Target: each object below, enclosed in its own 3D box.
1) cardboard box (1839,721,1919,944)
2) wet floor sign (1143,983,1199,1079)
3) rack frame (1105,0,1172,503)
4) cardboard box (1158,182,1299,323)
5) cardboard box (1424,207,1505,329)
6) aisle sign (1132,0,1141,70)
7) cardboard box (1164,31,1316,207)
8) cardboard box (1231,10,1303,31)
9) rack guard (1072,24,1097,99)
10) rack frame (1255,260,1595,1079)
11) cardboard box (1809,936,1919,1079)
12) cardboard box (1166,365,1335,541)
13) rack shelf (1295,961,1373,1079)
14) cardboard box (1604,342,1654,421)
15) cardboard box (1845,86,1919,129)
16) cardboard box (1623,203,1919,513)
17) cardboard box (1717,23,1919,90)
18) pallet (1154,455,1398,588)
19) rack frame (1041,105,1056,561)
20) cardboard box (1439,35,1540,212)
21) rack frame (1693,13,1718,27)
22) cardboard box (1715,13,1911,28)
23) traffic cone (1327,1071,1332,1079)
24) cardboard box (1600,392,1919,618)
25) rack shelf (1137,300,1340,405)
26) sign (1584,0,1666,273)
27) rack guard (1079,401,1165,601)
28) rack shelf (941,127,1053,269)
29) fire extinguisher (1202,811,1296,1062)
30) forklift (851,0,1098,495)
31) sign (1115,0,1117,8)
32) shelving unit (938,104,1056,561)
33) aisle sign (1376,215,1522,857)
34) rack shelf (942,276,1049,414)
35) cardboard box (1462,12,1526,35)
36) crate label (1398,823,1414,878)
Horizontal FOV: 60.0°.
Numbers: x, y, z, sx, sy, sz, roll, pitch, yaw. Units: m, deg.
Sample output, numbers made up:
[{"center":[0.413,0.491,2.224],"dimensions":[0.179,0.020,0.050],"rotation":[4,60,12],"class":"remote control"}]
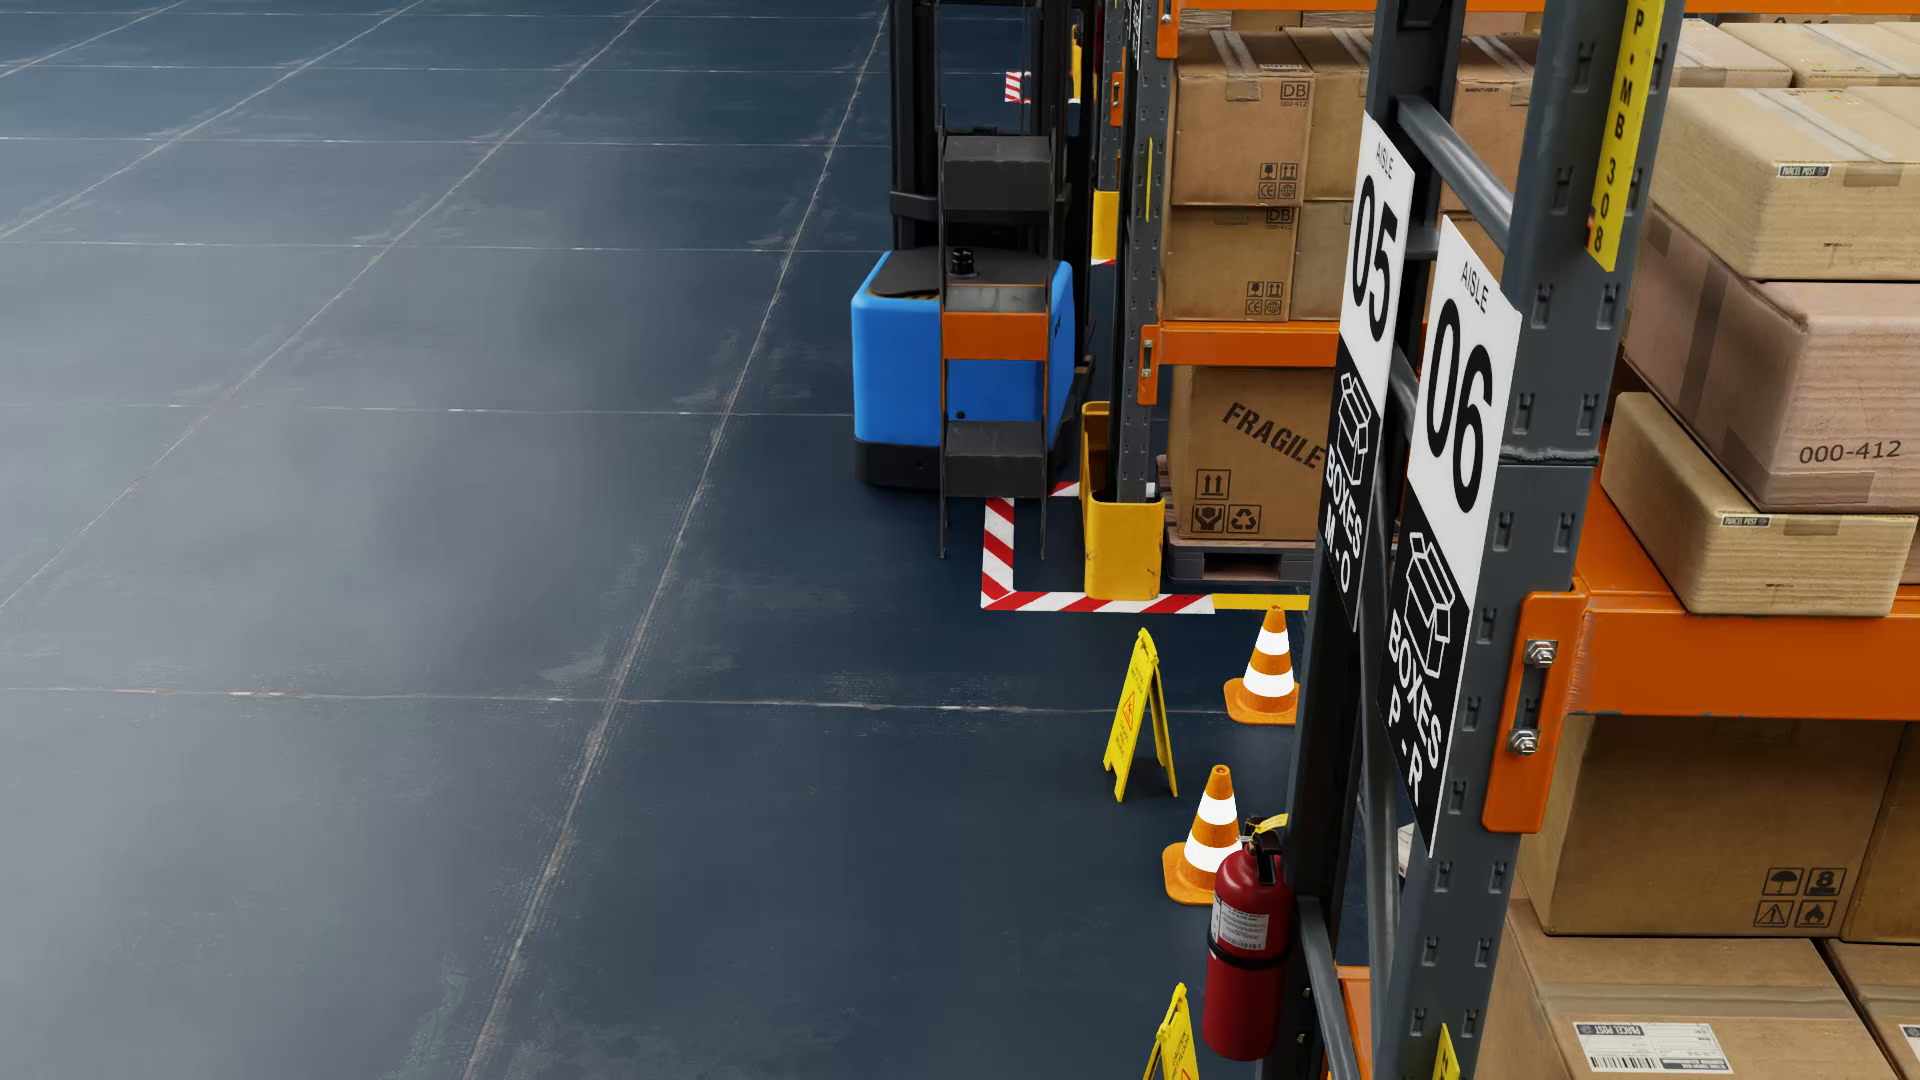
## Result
[{"center":[1.751,0.302,2.986],"dimensions":[0.500,0.500,0.700],"rotation":[1,28,2],"class":"cardboard box"},{"center":[0.575,1.538,4.661],"dimensions":[0.232,0.644,0.267],"rotation":[11,30,19],"class":"wet floor sign"},{"center":[0.801,-1.317,7.532],"dimensions":[0.127,3.000,1.000],"rotation":[1,28,2],"class":"rack frame"},{"center":[1.173,-1.399,7.526],"dimensions":[0.550,0.550,0.875],"rotation":[1,28,2],"class":"cardboard box"},{"center":[2.279,-1.332,7.399],"dimensions":[0.550,0.550,0.875],"rotation":[1,28,2],"class":"cardboard box"},{"center":[0.719,-2.327,6.661],"dimensions":[0.004,0.787,0.394],"rotation":[1,28,2],"class":"aisle sign"},{"center":[1.170,-1.836,7.199],"dimensions":[0.550,0.550,0.875],"rotation":[1,28,2],"class":"cardboard box"},{"center":[2.129,-3.839,11.865],"dimensions":[0.500,0.500,0.875],"rotation":[1,28,2],"class":"cardboard box"},{"center":[1.329,-4.872,16.907],"dimensions":[0.348,0.500,1.175],"rotation":[1,28,2],"class":"rack guard"},{"center":[0.727,1.001,3.158],"dimensions":[0.127,3.000,1.000],"rotation":[1,28,2],"class":"rack frame"},{"center":[1.708,0.970,2.792],"dimensions":[0.500,0.500,0.500],"rotation":[2,28,3],"class":"cardboard box"},{"center":[1.481,-0.584,7.969],"dimensions":[0.875,0.875,0.875],"rotation":[1,28,2],"class":"cardboard box"},{"center":[2.726,1.352,3.265],"dimensions":[4.000,0.370,1.077],"rotation":[1,28,2],"class":"rack shelf"},{"center":[1.093,-0.338,2.751],"dimensions":[0.250,0.149,0.380],"rotation":[1,28,2],"class":"cardboard box"},{"center":[1.327,-0.467,2.143],"dimensions":[0.250,0.149,0.380],"rotation":[1,28,2],"class":"cardboard box"},{"center":[1.220,-0.256,2.170],"dimensions":[0.500,0.250,0.500],"rotation":[0,28,1],"class":"cardboard box"},{"center":[1.332,-0.676,2.536],"dimensions":[0.250,0.149,0.380],"rotation":[1,28,3],"class":"cardboard box"},{"center":[1.603,-0.109,8.230],"dimensions":[1.213,0.211,1.003],"rotation":[1,28,2],"class":"pallet"},{"center":[0.409,-0.921,7.745],"dimensions":[0.015,2.100,0.400],"rotation":[1,28,2],"class":"rack frame"},{"center":[2.278,-1.798,7.125],"dimensions":[0.550,0.550,0.875],"rotation":[1,28,2],"class":"cardboard box"},{"center":[5.074,-3.571,11.784],"dimensions":[0.127,3.000,1.000],"rotation":[1,28,2],"class":"rack frame"},{"center":[5.863,-3.943,11.397],"dimensions":[1.000,1.000,1.000],"rotation":[1,28,2],"class":"cardboard box"},{"center":[1.202,1.525,4.878],"dimensions":[0.334,0.463,0.336],"rotation":[1,28,2],"class":"traffic cone"},{"center":[1.047,-0.056,2.218],"dimensions":[0.250,0.149,0.380],"rotation":[1,28,2],"class":"cardboard box"},{"center":[2.799,-0.966,7.639],"dimensions":[4.000,0.370,1.077],"rotation":[1,28,2],"class":"rack shelf"},{"center":[0.708,-0.456,1.772],"dimensions":[0.005,0.325,0.100],"rotation":[1,28,2],"class":"sign"},{"center":[0.777,-0.213,8.119],"dimensions":[0.348,0.500,1.175],"rotation":[1,28,2],"class":"rack guard"},{"center":[0.165,-1.531,7.432],"dimensions":[0.480,0.518,0.431],"rotation":[1,28,2],"class":"rack shelf"},{"center":[0.629,0.818,3.587],"dimensions":[0.183,0.674,0.296],"rotation":[1,28,2],"class":"fire extinguisher"},{"center":[0.215,-2.181,9.235],"dimensions":[1.130,2.935,3.031],"rotation":[5,28,9],"class":"forklift"},{"center":[1.058,-3.766,11.227],"dimensions":[0.005,0.325,0.100],"rotation":[1,28,2],"class":"sign"},{"center":[0.165,-0.925,7.753],"dimensions":[0.503,2.100,0.431],"rotation":[1,28,2],"class":"shelving unit"},{"center":[0.654,-0.003,2.278],"dimensions":[0.004,0.787,0.394],"rotation":[1,28,2],"class":"aisle sign"},{"center":[0.165,-0.913,7.759],"dimensions":[0.480,0.518,0.431],"rotation":[1,28,2],"class":"rack shelf"},{"center":[3.625,-3.769,11.733],"dimensions":[0.500,0.500,0.875],"rotation":[1,28,2],"class":"cardboard box"},{"center":[1.690,1.128,5.976],"dimensions":[0.298,0.136,0.250],"rotation":[-14,31,-24],"class":"crate label"}]
